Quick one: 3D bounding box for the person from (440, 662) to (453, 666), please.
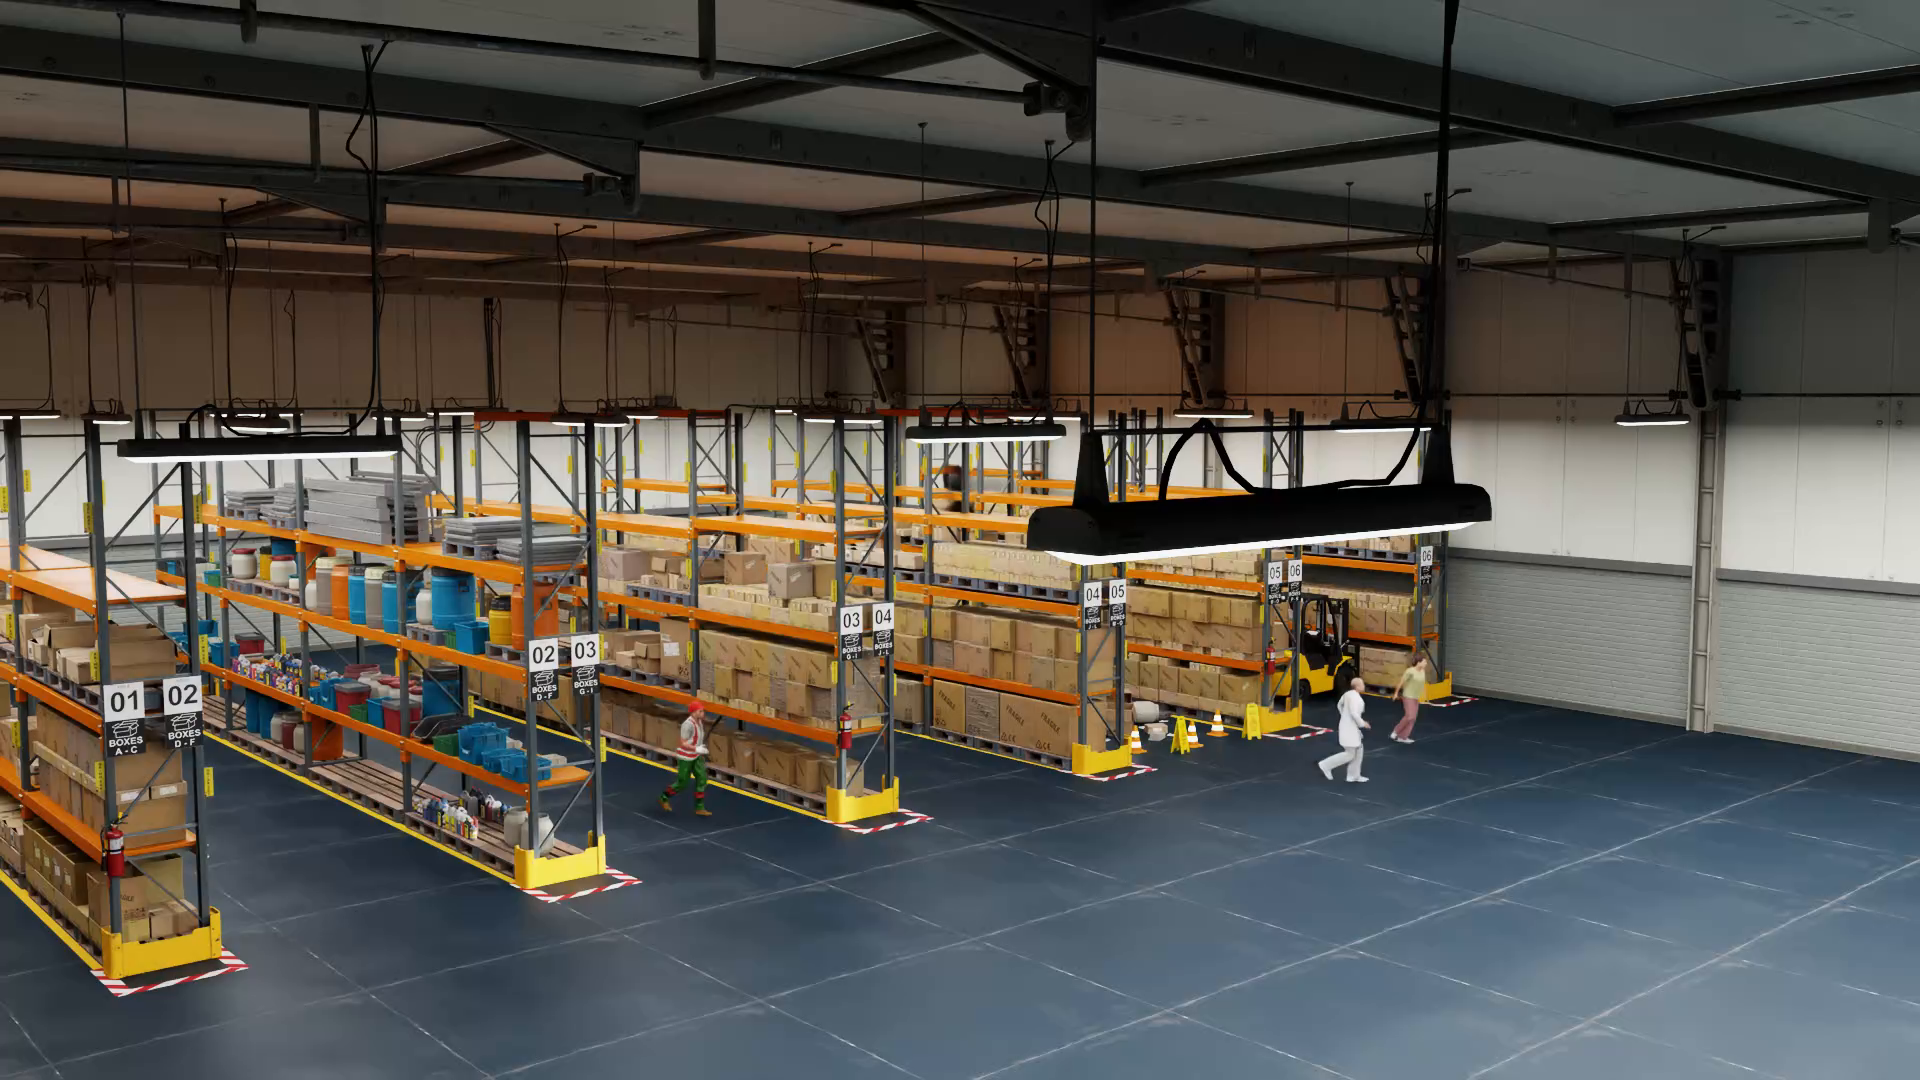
[{"bbox_3d":[-9.468,2.923,30.250,0.853,1.511,0.604,2,5,24],"label":"person"}]

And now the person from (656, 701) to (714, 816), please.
[{"bbox_3d":[-4.130,3.269,24.964,0.921,1.750,0.659,2,5,19],"label":"person"}]

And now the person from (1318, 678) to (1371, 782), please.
[{"bbox_3d":[6.258,3.095,27.082,0.845,1.731,0.715,0,5,3],"label":"person"}]

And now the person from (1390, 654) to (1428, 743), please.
[{"bbox_3d":[8.157,2.874,30.165,0.621,1.636,0.524,-4,6,-36],"label":"person"}]
